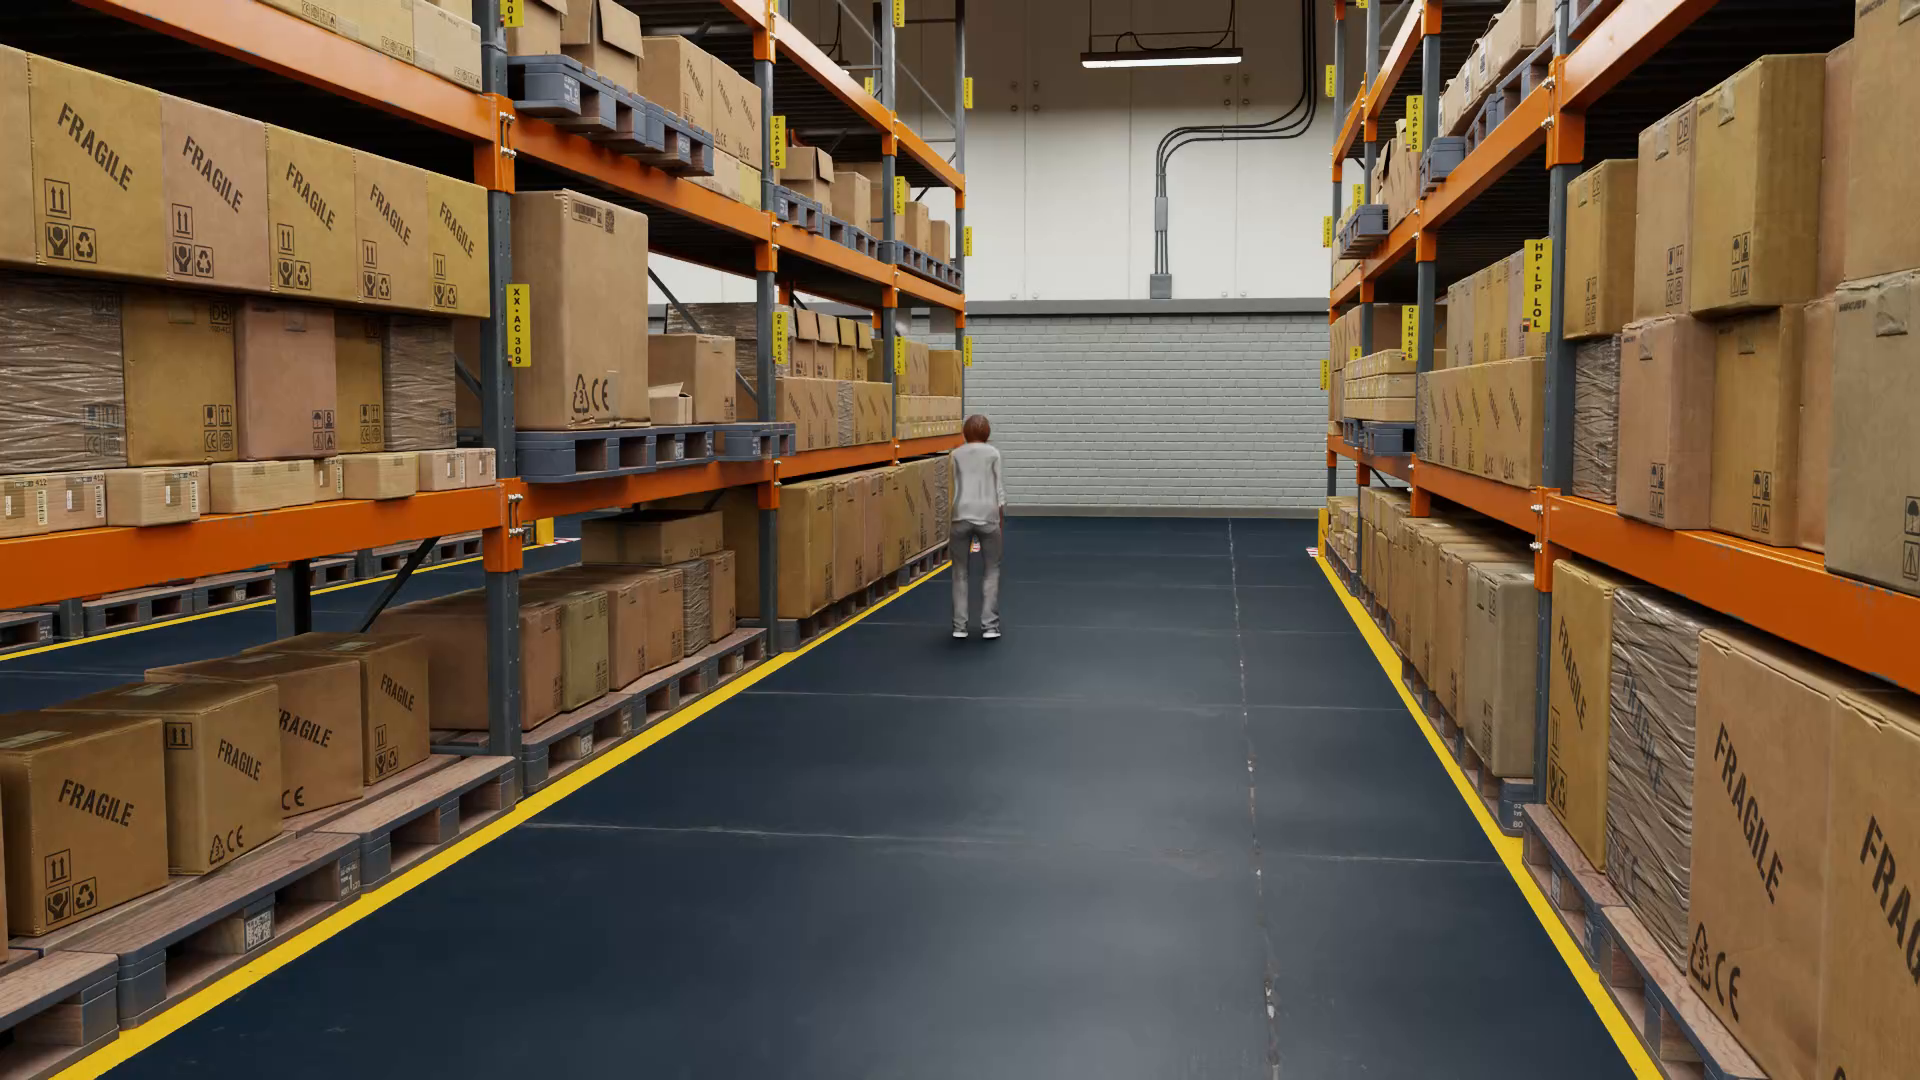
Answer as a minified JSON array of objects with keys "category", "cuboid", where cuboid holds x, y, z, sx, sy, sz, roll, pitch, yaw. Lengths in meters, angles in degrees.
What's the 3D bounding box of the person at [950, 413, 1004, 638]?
[{"category":"person","cuboid":[0.115,-0.099,11.603,0.373,1.560,0.533,1,5,8]}]
